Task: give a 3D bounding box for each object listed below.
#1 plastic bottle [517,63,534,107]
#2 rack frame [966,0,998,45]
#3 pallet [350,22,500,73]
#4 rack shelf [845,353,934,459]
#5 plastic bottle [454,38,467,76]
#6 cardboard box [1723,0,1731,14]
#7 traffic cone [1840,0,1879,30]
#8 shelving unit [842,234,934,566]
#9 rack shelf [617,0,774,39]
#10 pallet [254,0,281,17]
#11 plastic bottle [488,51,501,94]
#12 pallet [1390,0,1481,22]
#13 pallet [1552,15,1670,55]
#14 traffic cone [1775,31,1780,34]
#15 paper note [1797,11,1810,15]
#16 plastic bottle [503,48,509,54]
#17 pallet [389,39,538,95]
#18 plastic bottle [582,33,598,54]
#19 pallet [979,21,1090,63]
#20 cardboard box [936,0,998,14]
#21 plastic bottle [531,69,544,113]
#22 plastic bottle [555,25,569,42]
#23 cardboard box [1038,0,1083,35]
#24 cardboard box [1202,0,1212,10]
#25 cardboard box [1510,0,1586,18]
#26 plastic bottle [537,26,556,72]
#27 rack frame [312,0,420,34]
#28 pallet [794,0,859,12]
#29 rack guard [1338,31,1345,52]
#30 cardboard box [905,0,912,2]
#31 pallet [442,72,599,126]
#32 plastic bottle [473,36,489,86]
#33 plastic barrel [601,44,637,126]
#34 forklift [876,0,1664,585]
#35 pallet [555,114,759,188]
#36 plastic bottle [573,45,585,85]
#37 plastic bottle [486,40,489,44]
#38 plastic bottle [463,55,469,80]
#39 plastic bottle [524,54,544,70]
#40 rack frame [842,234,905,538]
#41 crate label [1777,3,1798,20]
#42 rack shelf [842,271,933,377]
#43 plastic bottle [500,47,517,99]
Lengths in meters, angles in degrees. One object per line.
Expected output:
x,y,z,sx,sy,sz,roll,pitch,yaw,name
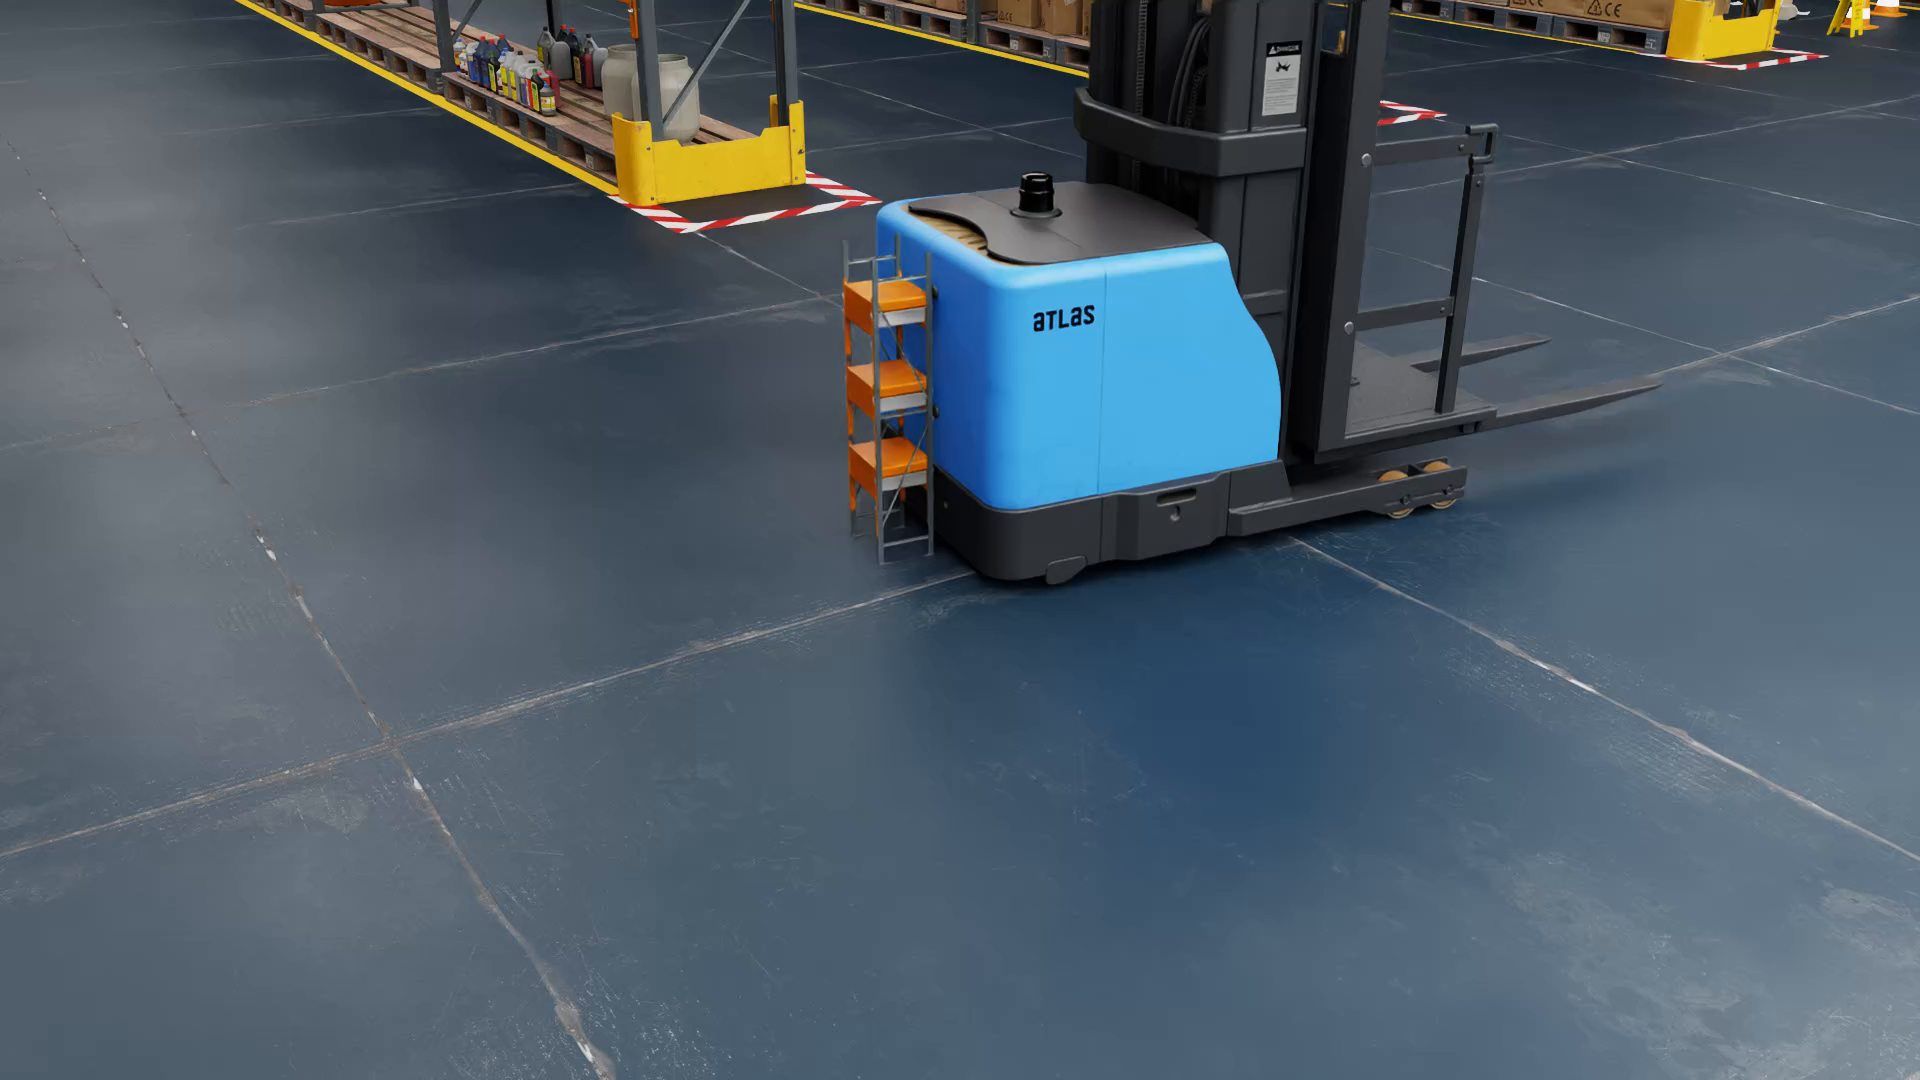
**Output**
-3.016,-3.201,11.692,0.152,0.276,0.135,-16,30,-31,plastic bottle
0.510,-6.118,15.195,1.000,3.000,0.127,-16,29,-30,rack frame
-4.771,-4.411,14.847,1.003,0.211,1.213,-16,29,-30,pallet
-0.234,-0.443,5.484,0.215,0.259,0.240,-11,28,-23,rack shelf
-3.833,-3.712,12.781,0.097,0.271,0.097,0,25,0,plastic bottle
7.917,-5.906,17.671,0.637,0.503,0.797,7,26,15,cardboard box
8.937,-5.322,16.482,0.336,0.463,0.334,-16,29,-30,traffic cone
-0.234,-0.453,5.480,0.215,1.050,0.252,-11,28,-23,shelving unit
-2.548,-3.923,11.388,1.077,0.370,4.000,-16,29,-30,rack shelf
-6.950,-5.841,17.876,1.003,0.211,1.213,-16,29,-30,pallet
-3.388,-3.412,12.131,0.061,0.283,0.133,-14,29,-27,plastic bottle
5.071,-5.686,17.548,1.003,0.211,1.213,-16,29,-30,pallet
6.403,-4.813,15.699,1.003,0.211,1.213,-16,29,-30,pallet
7.805,-5.180,16.181,0.336,0.463,0.334,-16,29,-30,traffic cone
8.813,-5.528,17.424,0.142,0.019,0.148,18,31,33,paper note
-3.366,-3.519,12.372,0.097,0.271,0.097,0,25,0,plastic bottle
-4.101,-3.974,13.921,1.003,0.211,1.213,-16,29,-30,pallet
-2.765,-3.617,12.486,0.144,0.351,0.185,-16,29,-30,plastic bottle
0.907,-4.625,15.299,1.003,0.211,1.213,-16,29,-30,pallet
0.193,-5.411,16.111,0.700,0.500,0.500,-18,31,-33,cardboard box
-2.905,-3.096,11.460,0.061,0.283,0.133,-15,29,-28,plastic bottle
-3.046,-3.801,12.876,0.144,0.351,0.185,-16,30,-31,plastic bottle
1.014,-4.822,14.886,0.500,0.500,0.500,-6,26,-13,cardboard box
2.012,-4.180,13.526,0.500,0.500,0.500,-8,26,-16,cardboard box
5.997,-5.577,16.047,0.875,0.875,0.875,-16,30,-30,cardboard box
-3.167,-3.768,12.805,0.144,0.351,0.185,-16,29,-30,plastic bottle
-5.823,-6.394,15.781,1.000,3.000,0.127,-16,29,-30,rack frame
-1.248,-6.007,18.228,1.003,0.211,1.213,-16,29,-30,pallet
2.652,-3.584,12.756,1.175,0.500,0.348,-16,29,-30,rack guard
-0.357,-5.786,16.905,0.700,0.500,0.500,-18,31,-34,cardboard box
-3.308,-3.452,12.816,1.003,0.211,1.213,-16,29,-30,pallet
-3.547,-3.579,12.405,0.144,0.351,0.185,-15,29,-28,plastic bottle
-2.153,-2.994,11.002,0.421,0.512,0.421,0,25,0,plastic barrel
1.257,-1.594,5.693,3.031,2.935,1.130,-11,28,-23,forklift
-1.976,-2.580,10.967,1.003,0.211,1.213,-16,29,-30,pallet
-2.837,-3.554,12.430,0.061,0.283,0.133,-16,29,-30,plastic bottle
-3.545,-3.634,12.600,0.061,0.283,0.133,-16,29,-30,plastic bottle
-3.722,-3.608,12.642,0.097,0.201,0.097,0,25,0,plastic bottle
-3.101,-3.369,12.048,0.152,0.276,0.135,-16,29,-30,plastic bottle
-0.286,-0.500,5.580,0.200,1.050,0.008,-11,28,-23,rack frame
8.456,-5.441,17.116,0.298,0.136,0.250,12,28,24,crate label
-0.234,-0.700,5.363,0.215,0.259,0.240,-11,28,-23,rack shelf
-3.211,-3.359,11.940,0.144,0.351,0.185,-16,30,-30,plastic bottle
